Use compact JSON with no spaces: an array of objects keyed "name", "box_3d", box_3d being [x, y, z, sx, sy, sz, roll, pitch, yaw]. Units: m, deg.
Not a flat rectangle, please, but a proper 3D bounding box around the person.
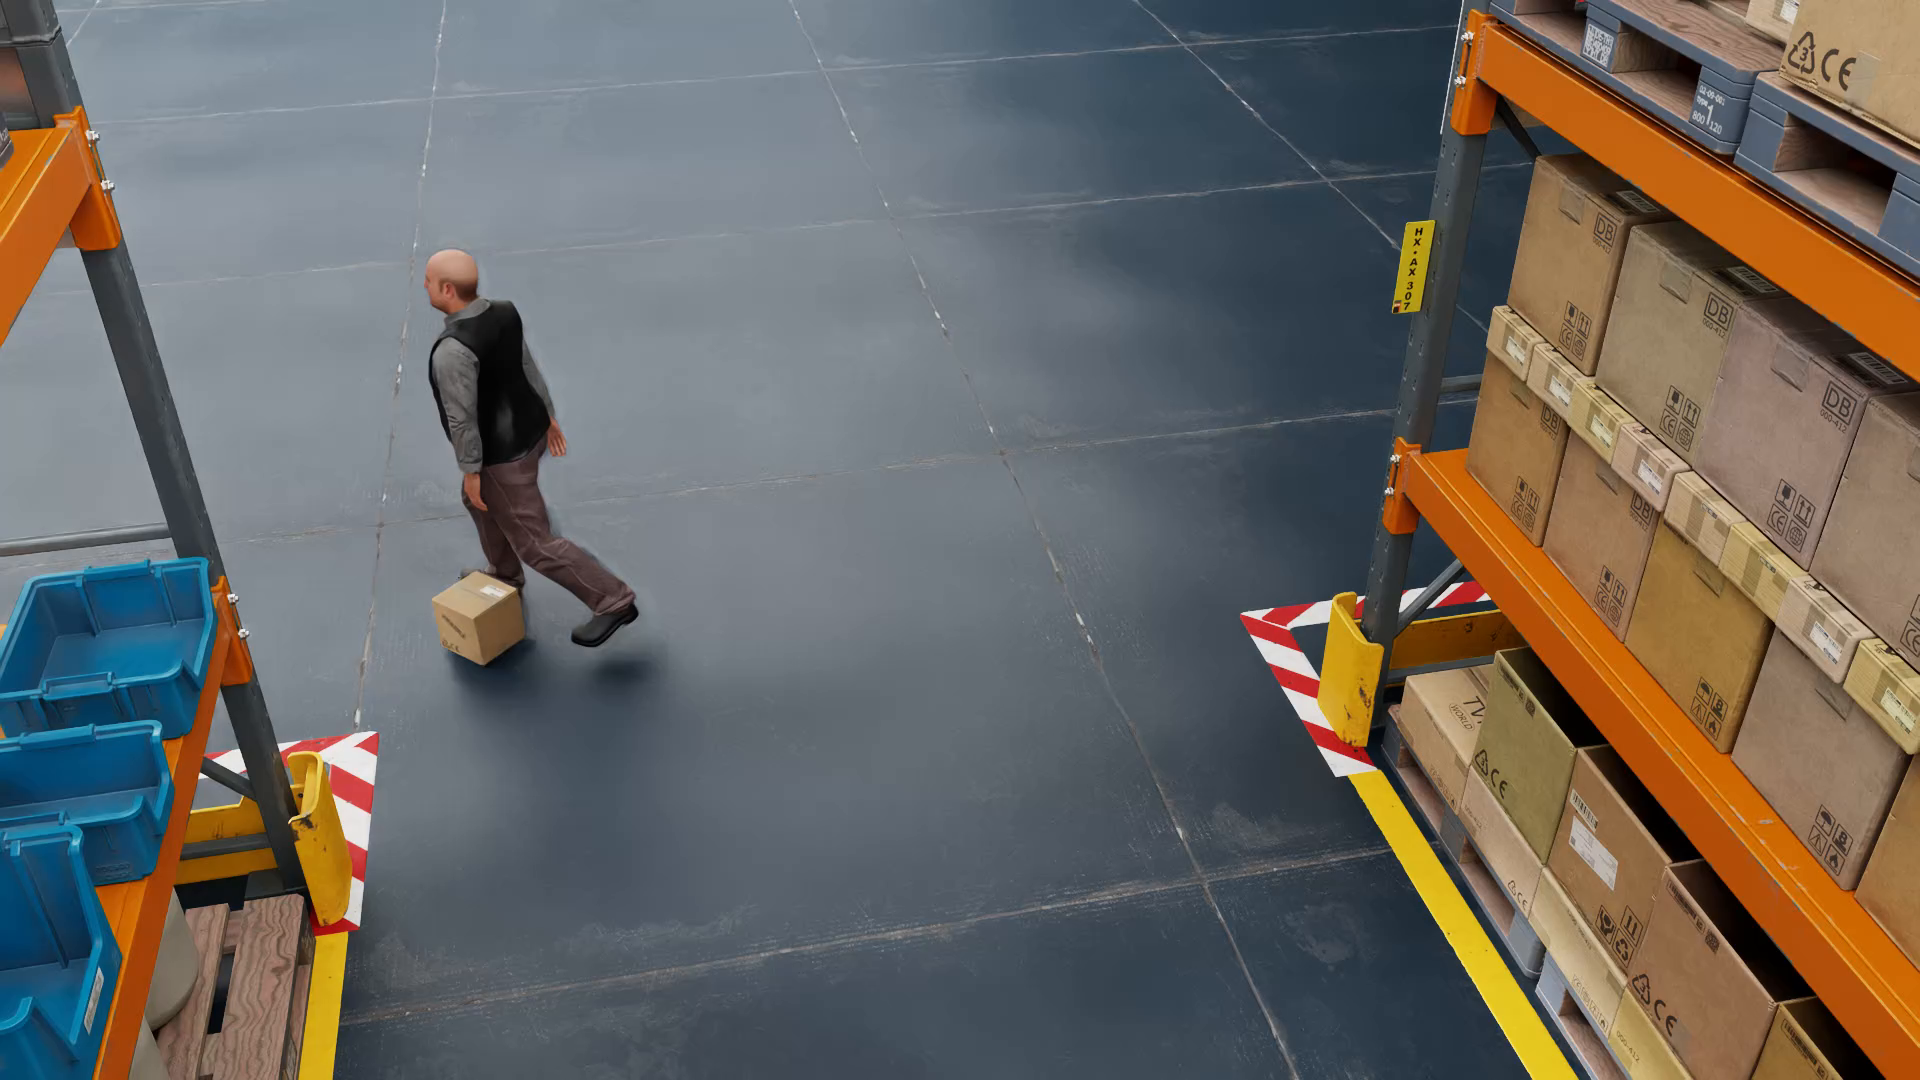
[{"name":"person","box_3d":[-1.781,-0.331,6.762,0.919,1.580,0.564,6,35,8]}]
